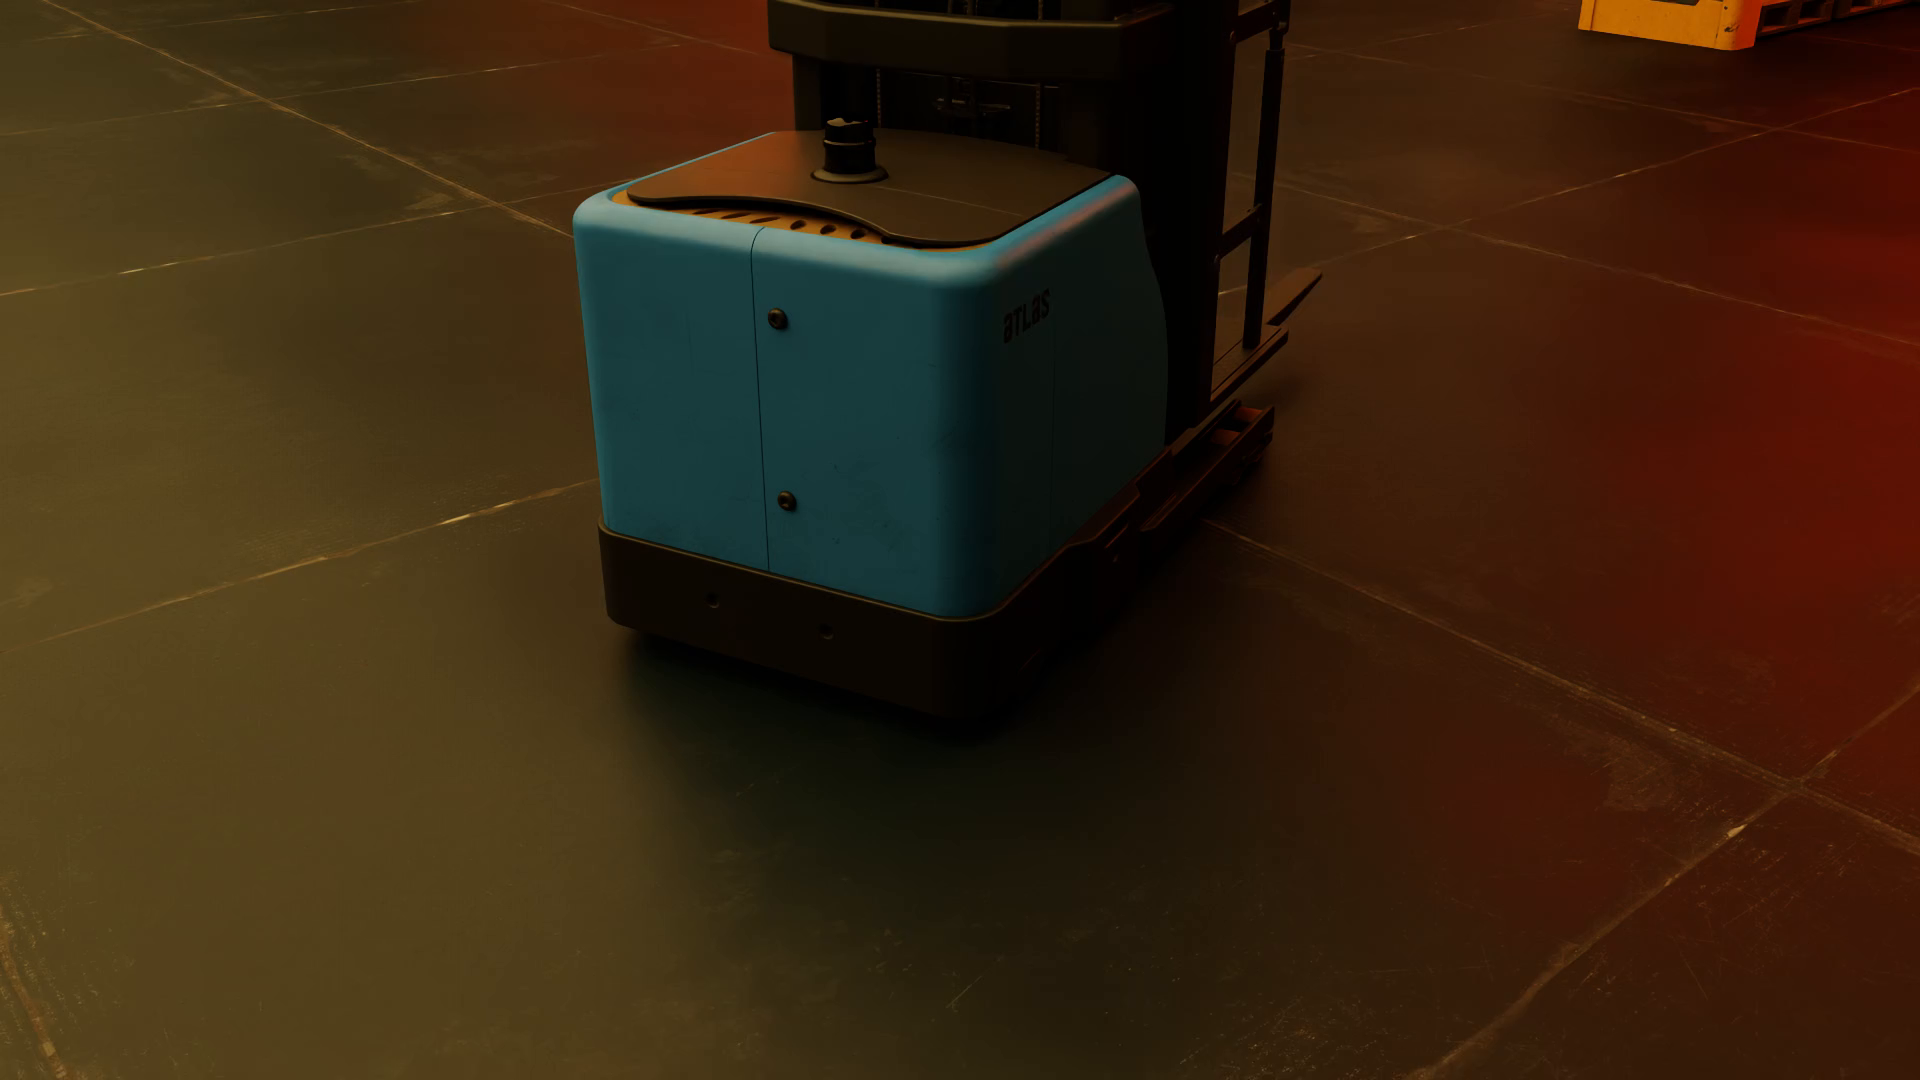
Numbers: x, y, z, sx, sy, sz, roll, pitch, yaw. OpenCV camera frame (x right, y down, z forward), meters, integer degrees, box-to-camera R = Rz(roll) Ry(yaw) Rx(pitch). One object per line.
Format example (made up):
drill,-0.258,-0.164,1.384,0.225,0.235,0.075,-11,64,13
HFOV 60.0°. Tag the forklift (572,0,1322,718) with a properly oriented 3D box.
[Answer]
forklift,0.285,-1.552,4.331,1.130,2.935,3.031,13,29,25
